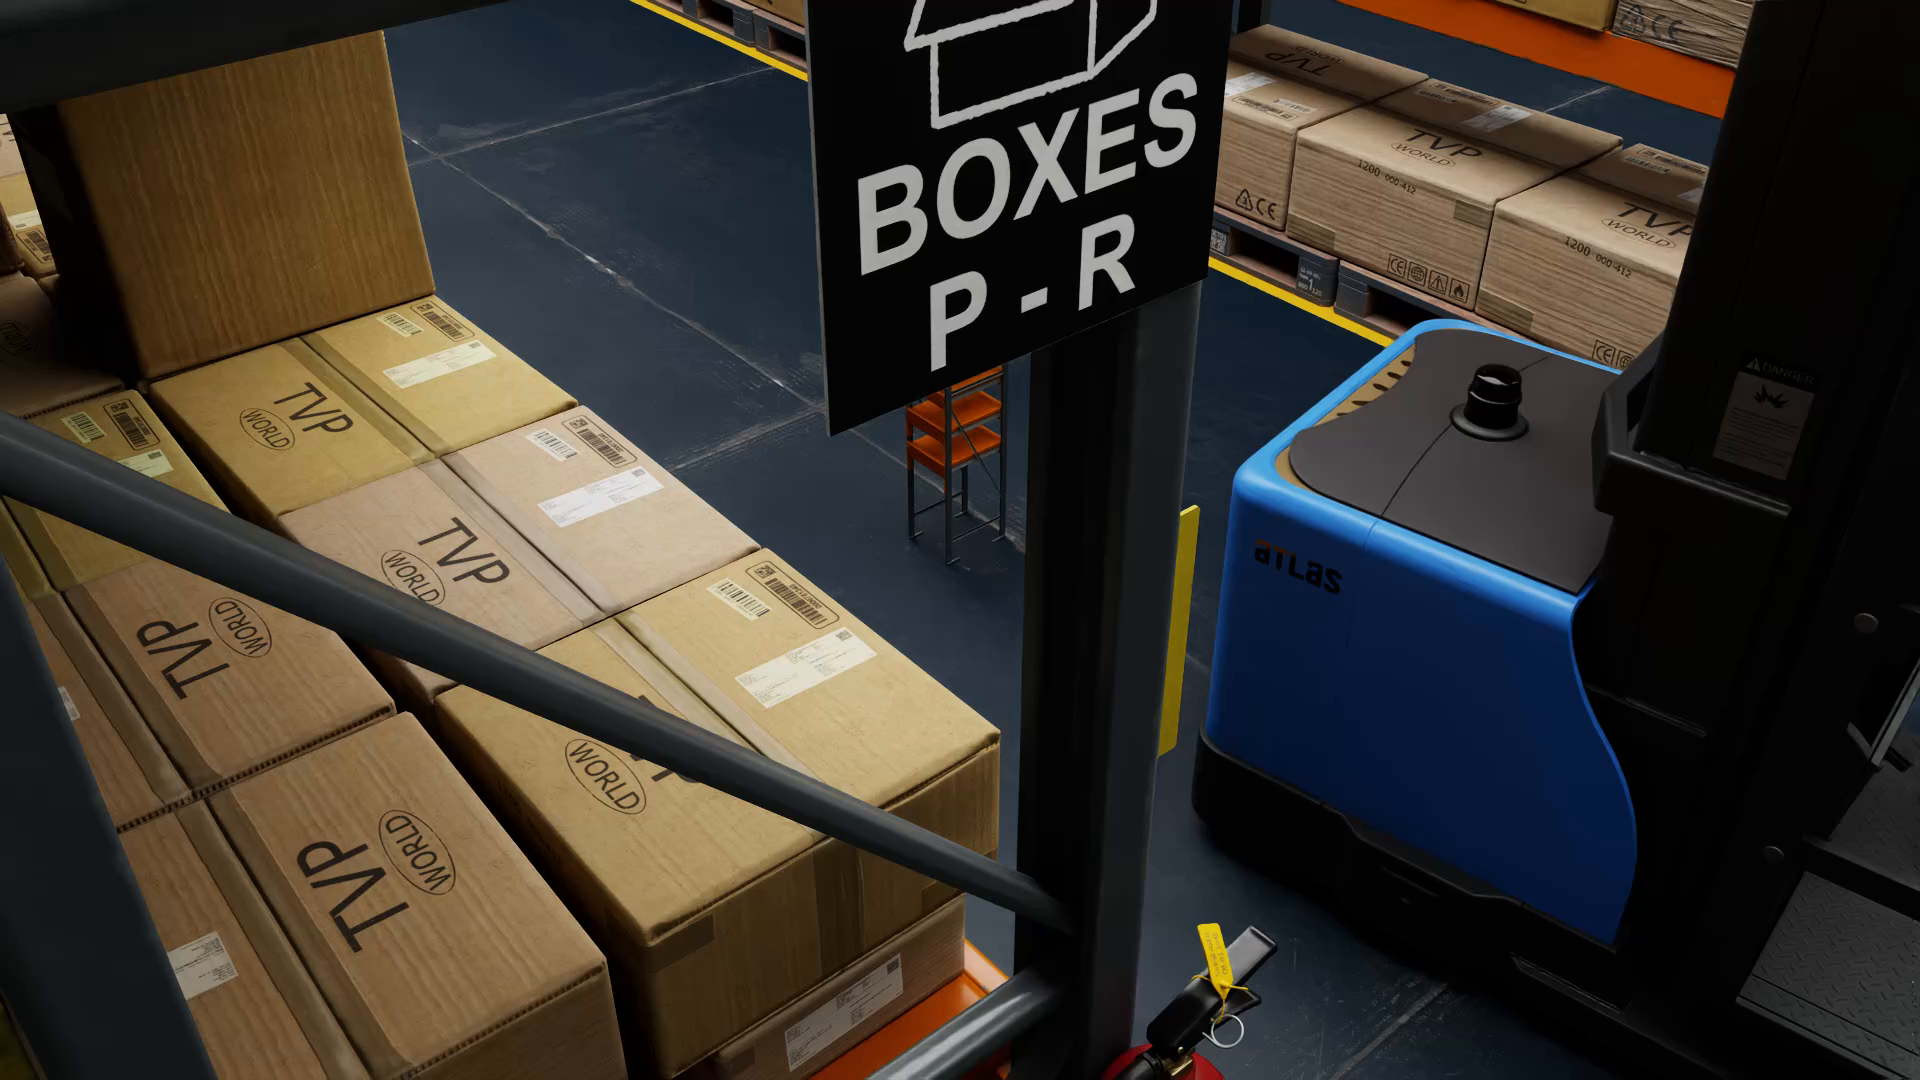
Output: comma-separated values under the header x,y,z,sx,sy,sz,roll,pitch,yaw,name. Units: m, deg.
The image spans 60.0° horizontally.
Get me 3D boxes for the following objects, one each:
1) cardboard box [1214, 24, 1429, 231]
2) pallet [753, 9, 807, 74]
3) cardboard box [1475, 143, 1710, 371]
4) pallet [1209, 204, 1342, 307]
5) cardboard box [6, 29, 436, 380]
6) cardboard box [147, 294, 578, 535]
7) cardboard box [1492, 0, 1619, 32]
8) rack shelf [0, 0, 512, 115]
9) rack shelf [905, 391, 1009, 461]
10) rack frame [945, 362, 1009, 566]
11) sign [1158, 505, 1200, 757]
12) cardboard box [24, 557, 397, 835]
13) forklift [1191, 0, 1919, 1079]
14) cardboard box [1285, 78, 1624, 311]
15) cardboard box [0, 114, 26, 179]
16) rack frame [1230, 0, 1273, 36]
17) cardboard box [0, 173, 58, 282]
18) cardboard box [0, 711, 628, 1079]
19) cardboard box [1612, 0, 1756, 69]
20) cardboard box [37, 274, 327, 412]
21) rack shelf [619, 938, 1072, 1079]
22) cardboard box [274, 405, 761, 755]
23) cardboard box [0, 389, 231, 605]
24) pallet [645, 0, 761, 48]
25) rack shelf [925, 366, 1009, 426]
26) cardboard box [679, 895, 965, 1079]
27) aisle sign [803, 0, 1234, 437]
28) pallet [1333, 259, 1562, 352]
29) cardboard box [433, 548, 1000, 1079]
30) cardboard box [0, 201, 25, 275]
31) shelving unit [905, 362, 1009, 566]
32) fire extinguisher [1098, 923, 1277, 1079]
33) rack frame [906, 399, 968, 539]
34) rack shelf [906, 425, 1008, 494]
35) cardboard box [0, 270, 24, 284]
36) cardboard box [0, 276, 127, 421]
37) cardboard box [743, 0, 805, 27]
x,y,z,sx,sy,sz,roll,pitch,yaw,name
1.319,-1.756,6.988,0.875,0.438,0.875,-27,43,-32,cardboard box
-0.351,-2.661,8.825,1.003,0.211,1.213,-26,43,-32,pallet
2.478,-0.962,5.867,0.875,0.438,0.875,-25,42,-31,cardboard box
1.427,-1.445,7.107,1.003,0.211,1.213,-26,43,-32,pallet
-1.268,-0.658,2.807,0.500,0.500,0.500,-25,42,-31,cardboard box
-0.954,-0.135,2.717,0.500,0.250,0.500,-27,43,-33,cardboard box
2.069,-2.010,5.407,0.500,0.500,0.500,-25,42,-30,cardboard box
-1.503,-1.142,2.294,1.077,0.370,4.000,-26,43,-32,rack shelf
-0.009,-0.362,5.007,0.258,0.103,0.180,-26,43,-32,rack shelf
0.050,-0.456,4.855,0.240,1.200,0.006,-26,43,-32,rack frame
0.202,0.116,1.742,0.100,0.325,0.005,-26,43,-32,sign
-1.044,0.279,2.133,0.500,0.250,0.500,-26,43,-32,cardboard box
2.046,-0.150,2.926,3.031,2.935,1.130,25,42,31,forklift
1.897,-1.361,6.430,0.875,0.438,0.875,-27,44,-33,cardboard box
-1.944,-0.805,3.664,0.500,0.250,0.500,-26,43,-32,cardboard box
0.996,-2.948,6.817,1.000,3.000,0.127,-26,43,-32,rack frame
-1.632,-0.580,3.346,0.500,0.250,0.500,-26,43,-32,cardboard box
-0.712,0.507,1.811,0.500,0.250,0.500,-25,42,-31,cardboard box
2.412,-1.787,5.092,0.500,0.500,0.500,-25,42,-31,cardboard box
-1.301,-0.352,3.025,0.500,0.250,0.500,-27,43,-33,cardboard box
-1.503,0.082,3.161,1.077,0.370,4.000,-26,43,-32,rack shelf
-0.625,0.088,2.403,0.500,0.250,0.500,-26,43,-31,cardboard box
-1.360,0.059,2.444,0.500,0.250,0.500,-25,42,-30,cardboard box
-1.134,-3.199,9.585,1.003,0.211,1.213,-26,43,-32,pallet
-0.009,-0.460,4.938,0.258,0.103,0.180,-26,43,-32,rack shelf
-0.215,0.526,2.129,0.380,0.149,0.250,-26,43,-32,cardboard box
0.056,-0.469,1.067,0.394,0.787,0.004,-26,43,-32,aisle sign
2.218,-0.906,6.346,1.003,0.211,1.213,-26,43,-32,pallet
-0.299,0.310,2.089,0.500,0.250,0.500,-26,43,-32,cardboard box
-2.036,-0.704,2.872,0.500,0.500,0.500,-27,44,-33,cardboard box
-0.009,-0.496,4.912,0.258,1.200,0.189,-26,43,-32,shelving unit
0.236,0.748,1.988,0.296,0.674,0.183,-26,43,-32,fire extinguisher
-0.068,-0.536,4.969,0.240,1.200,0.006,-26,43,-32,rack frame
-0.009,-0.264,5.077,0.258,0.103,0.180,-26,43,-32,rack shelf
-2.020,-0.388,3.075,0.500,0.250,0.500,-25,42,-31,cardboard box
-1.697,-0.172,2.770,0.500,0.250,0.500,-26,43,-32,cardboard box
-0.631,-3.287,8.770,0.875,0.875,0.875,-25,43,-31,cardboard box
